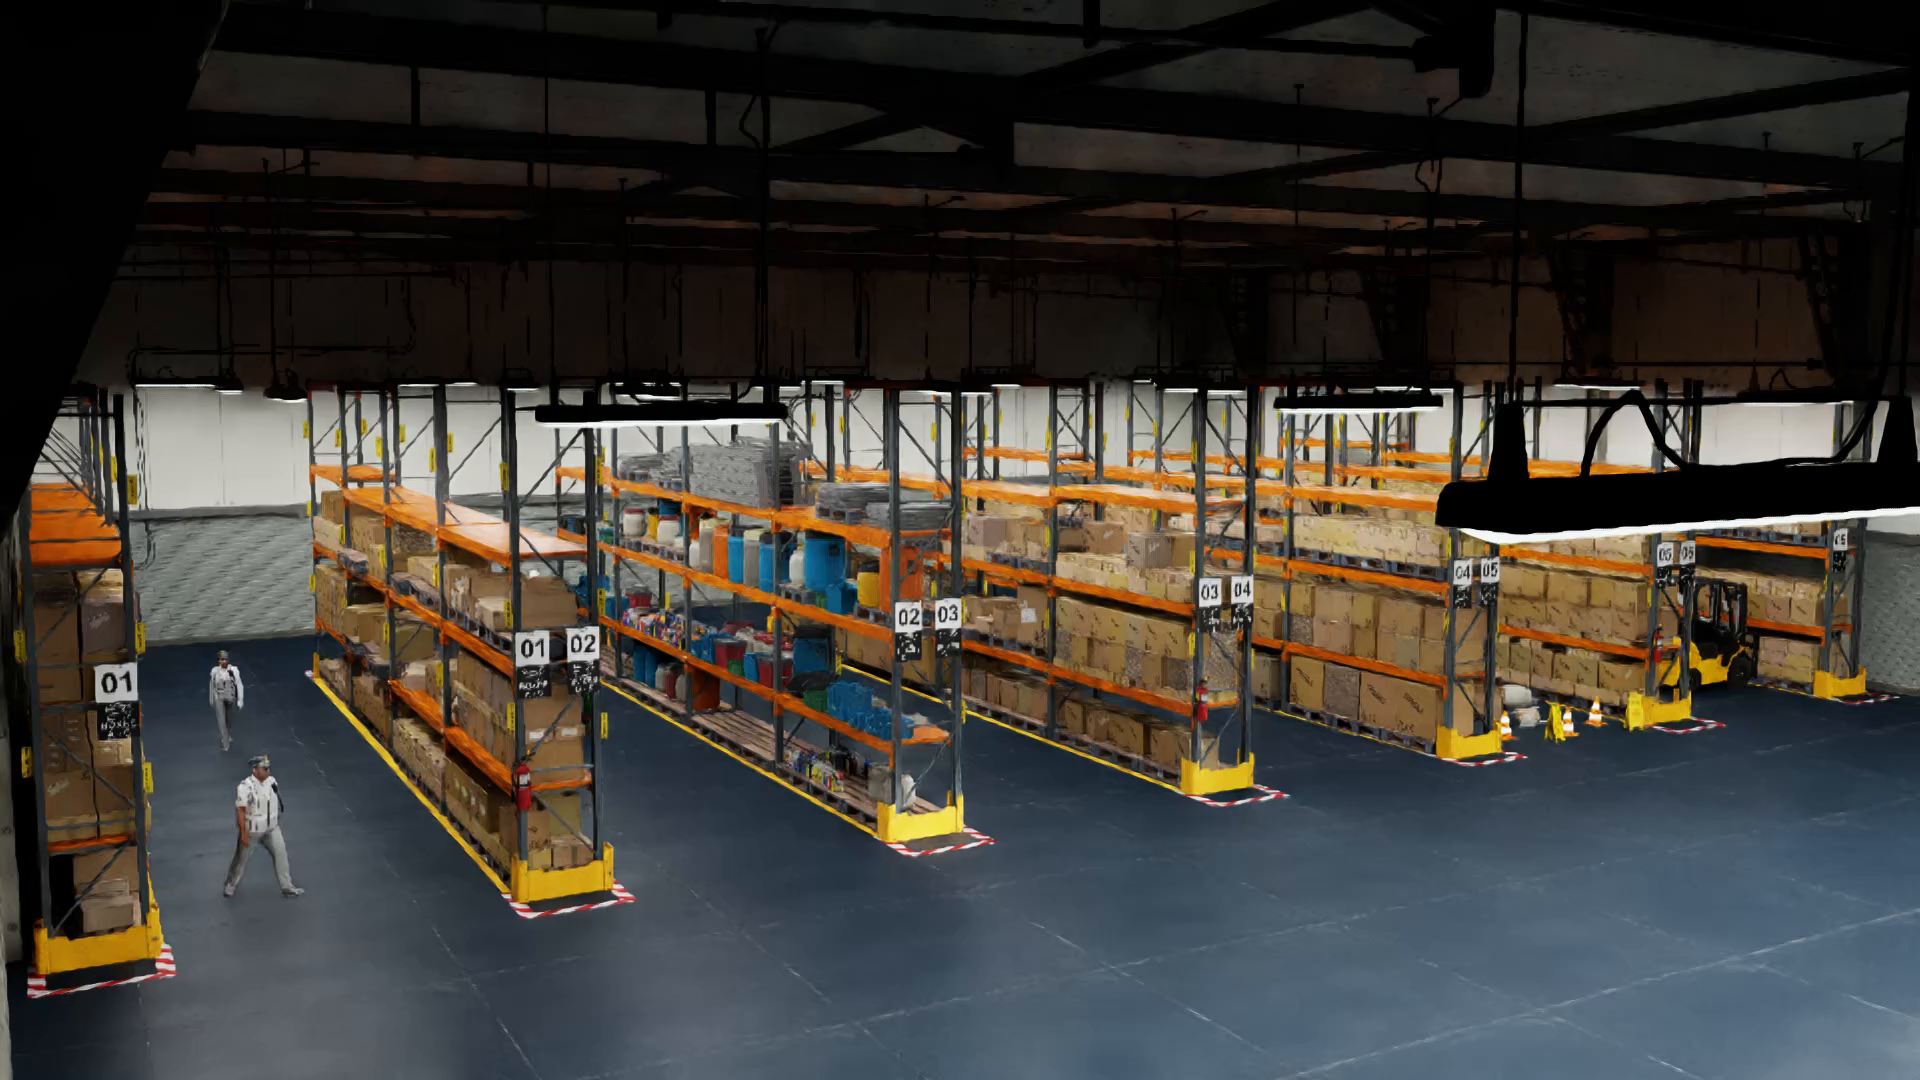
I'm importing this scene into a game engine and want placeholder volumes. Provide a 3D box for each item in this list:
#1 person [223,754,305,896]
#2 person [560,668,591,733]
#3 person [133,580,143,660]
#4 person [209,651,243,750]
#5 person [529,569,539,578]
[{"bbox_3d":[-8.300,3.381,19.645,0.953,1.728,0.613,4,7,34],"label":"person"},{"bbox_3d":[-6.464,2.458,28.384,0.677,1.742,0.552,-4,7,-31],"label":"person"},{"bbox_3d":[-17.766,1.727,35.336,0.536,1.702,0.782,3,7,22],"label":"person"},{"bbox_3d":[-12.090,2.602,27.417,0.502,1.625,0.988,-4,7,-30],"label":"person"},{"bbox_3d":[-9.530,1.507,37.408,0.576,1.728,0.962,-1,6,-6],"label":"person"}]
